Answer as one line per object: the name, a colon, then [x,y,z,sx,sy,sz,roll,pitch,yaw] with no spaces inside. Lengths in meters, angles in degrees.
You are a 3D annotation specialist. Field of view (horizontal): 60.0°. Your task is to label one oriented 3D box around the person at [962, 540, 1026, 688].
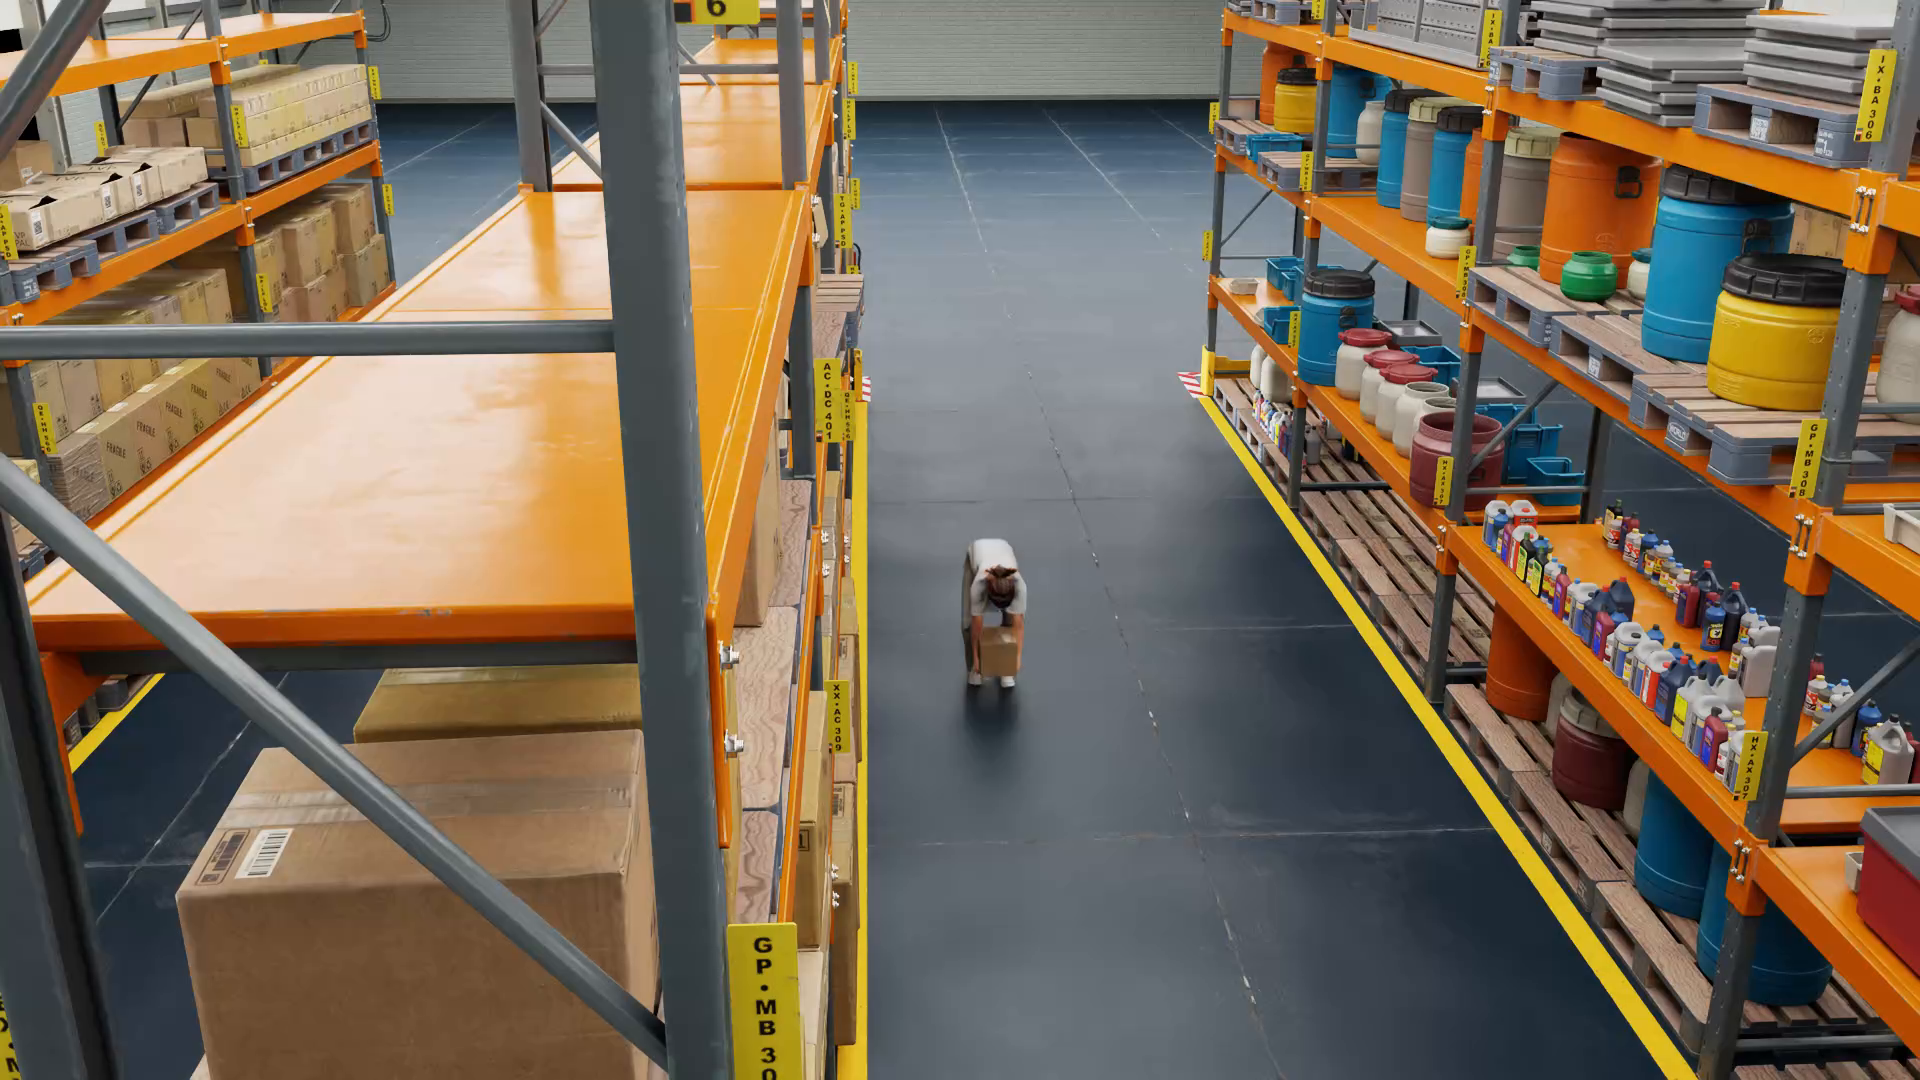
person: [0.233,0.581,11.342,0.427,0.981,0.872,-2,21,-5]
